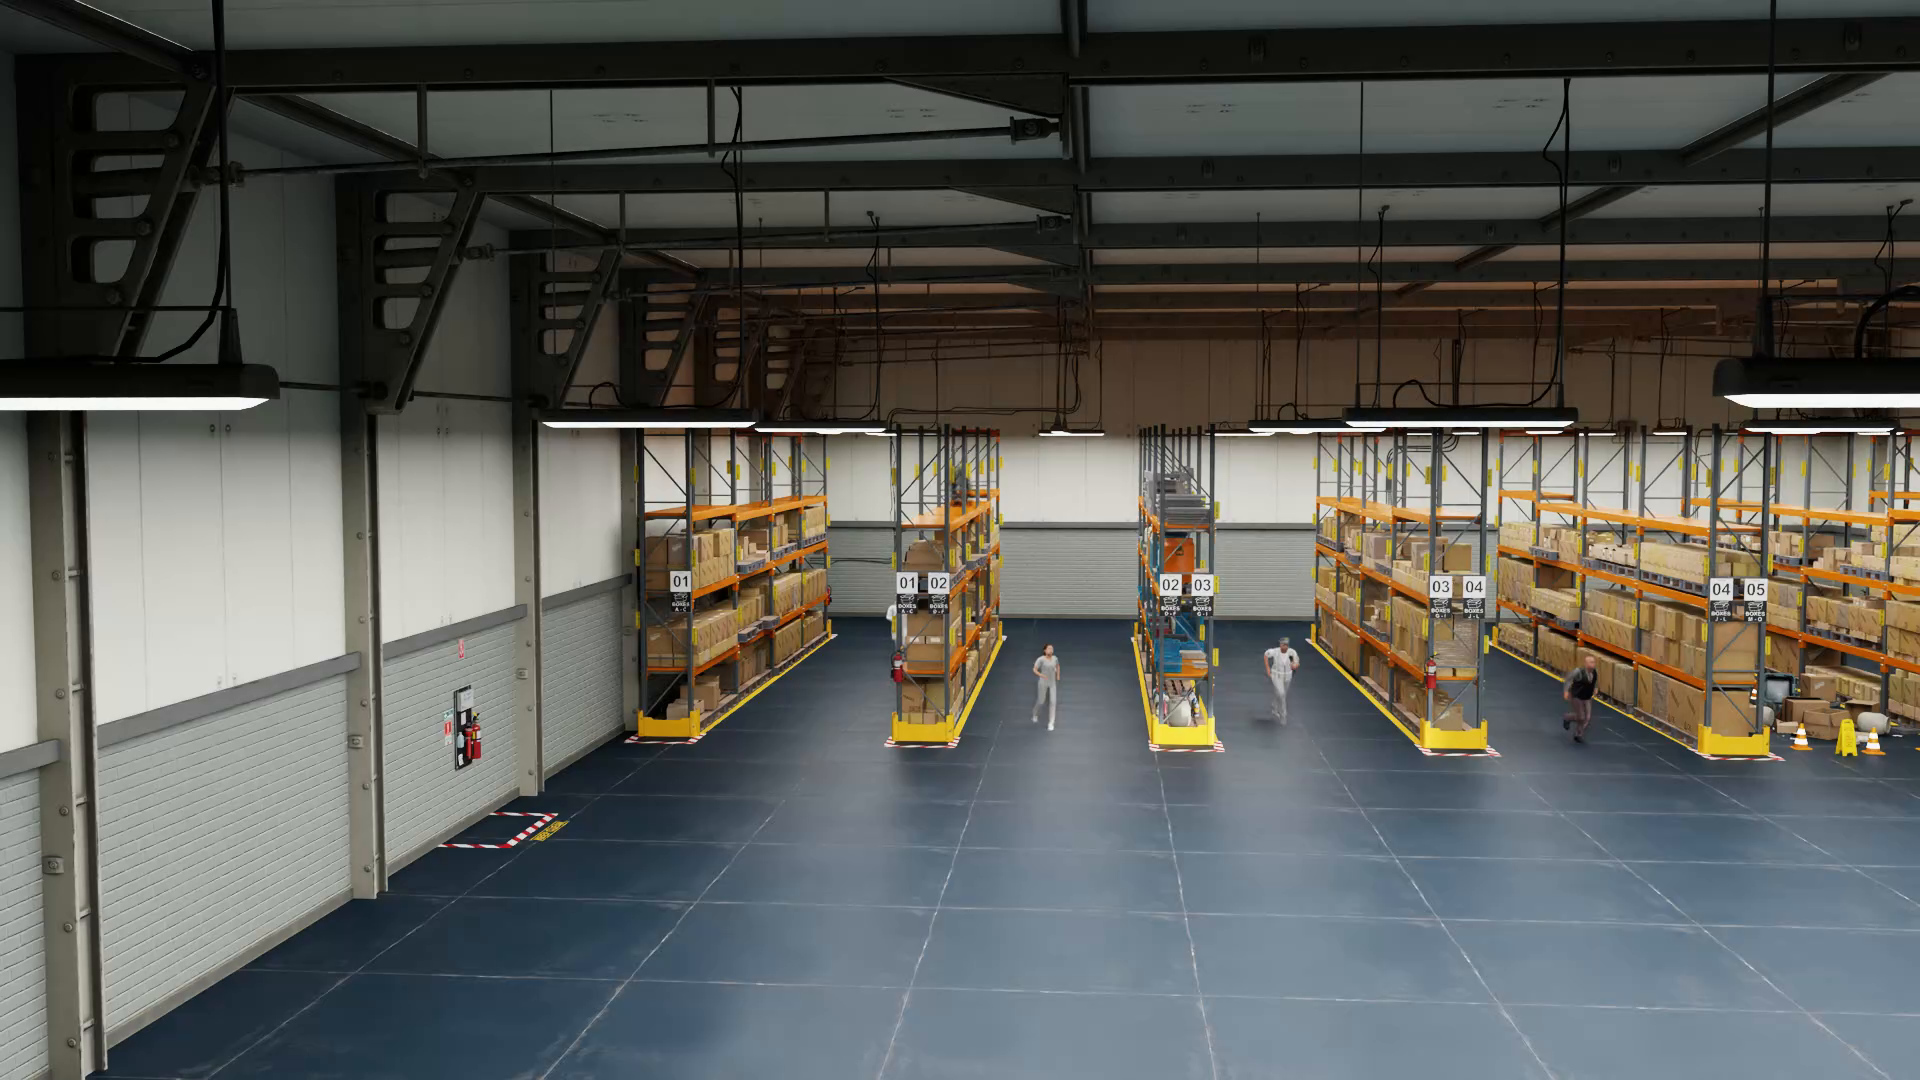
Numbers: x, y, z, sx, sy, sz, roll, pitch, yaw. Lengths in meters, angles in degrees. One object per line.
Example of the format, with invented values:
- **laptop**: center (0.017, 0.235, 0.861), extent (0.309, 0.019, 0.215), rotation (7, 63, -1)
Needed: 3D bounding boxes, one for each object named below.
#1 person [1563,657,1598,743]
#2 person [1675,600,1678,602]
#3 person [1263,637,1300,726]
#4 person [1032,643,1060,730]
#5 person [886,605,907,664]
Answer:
- **person**: center (11.732, 3.002, 31.460), extent (0.652, 1.658, 0.747), rotation (-1, 4, -23)
- **person**: center (20.479, 2.088, 47.063), extent (0.768, 1.574, 0.548), rotation (1, 4, 21)
- **person**: center (6.485, 2.822, 33.649), extent (0.658, 1.800, 0.995), rotation (-1, 4, -11)
- **person**: center (1.736, 2.873, 32.930), extent (0.606, 1.666, 0.966), rotation (-1, 4, -17)
- **person**: center (-1.504, 2.324, 41.720), extent (0.696, 1.741, 0.917), rotation (0, 3, -3)
